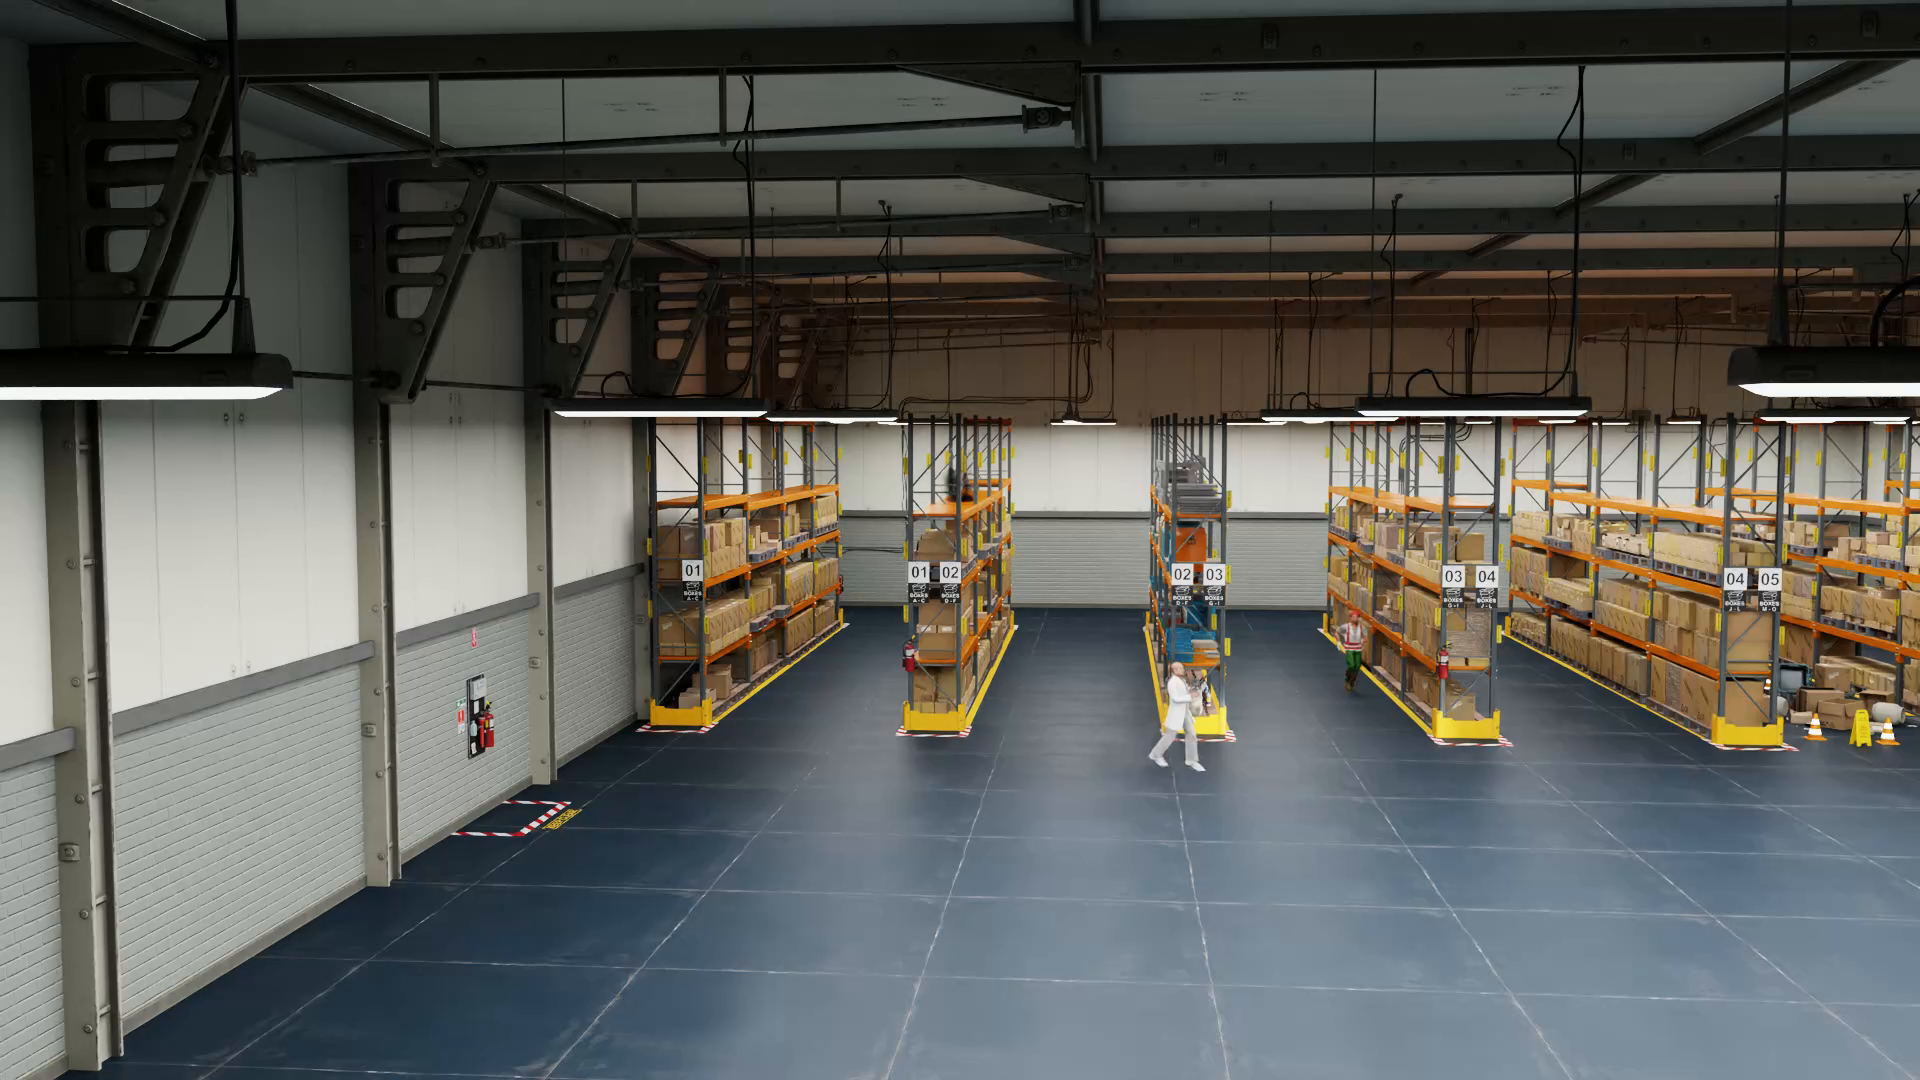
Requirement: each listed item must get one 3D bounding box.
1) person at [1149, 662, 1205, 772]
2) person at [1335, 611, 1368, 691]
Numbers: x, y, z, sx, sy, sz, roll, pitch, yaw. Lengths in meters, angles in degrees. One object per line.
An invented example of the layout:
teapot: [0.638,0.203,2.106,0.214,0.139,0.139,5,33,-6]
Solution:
person: [3.629,2.946,27.807,0.949,1.824,0.684,2,4,30]
person: [8.522,2.409,35.972,0.652,1.752,0.615,0,4,-6]
